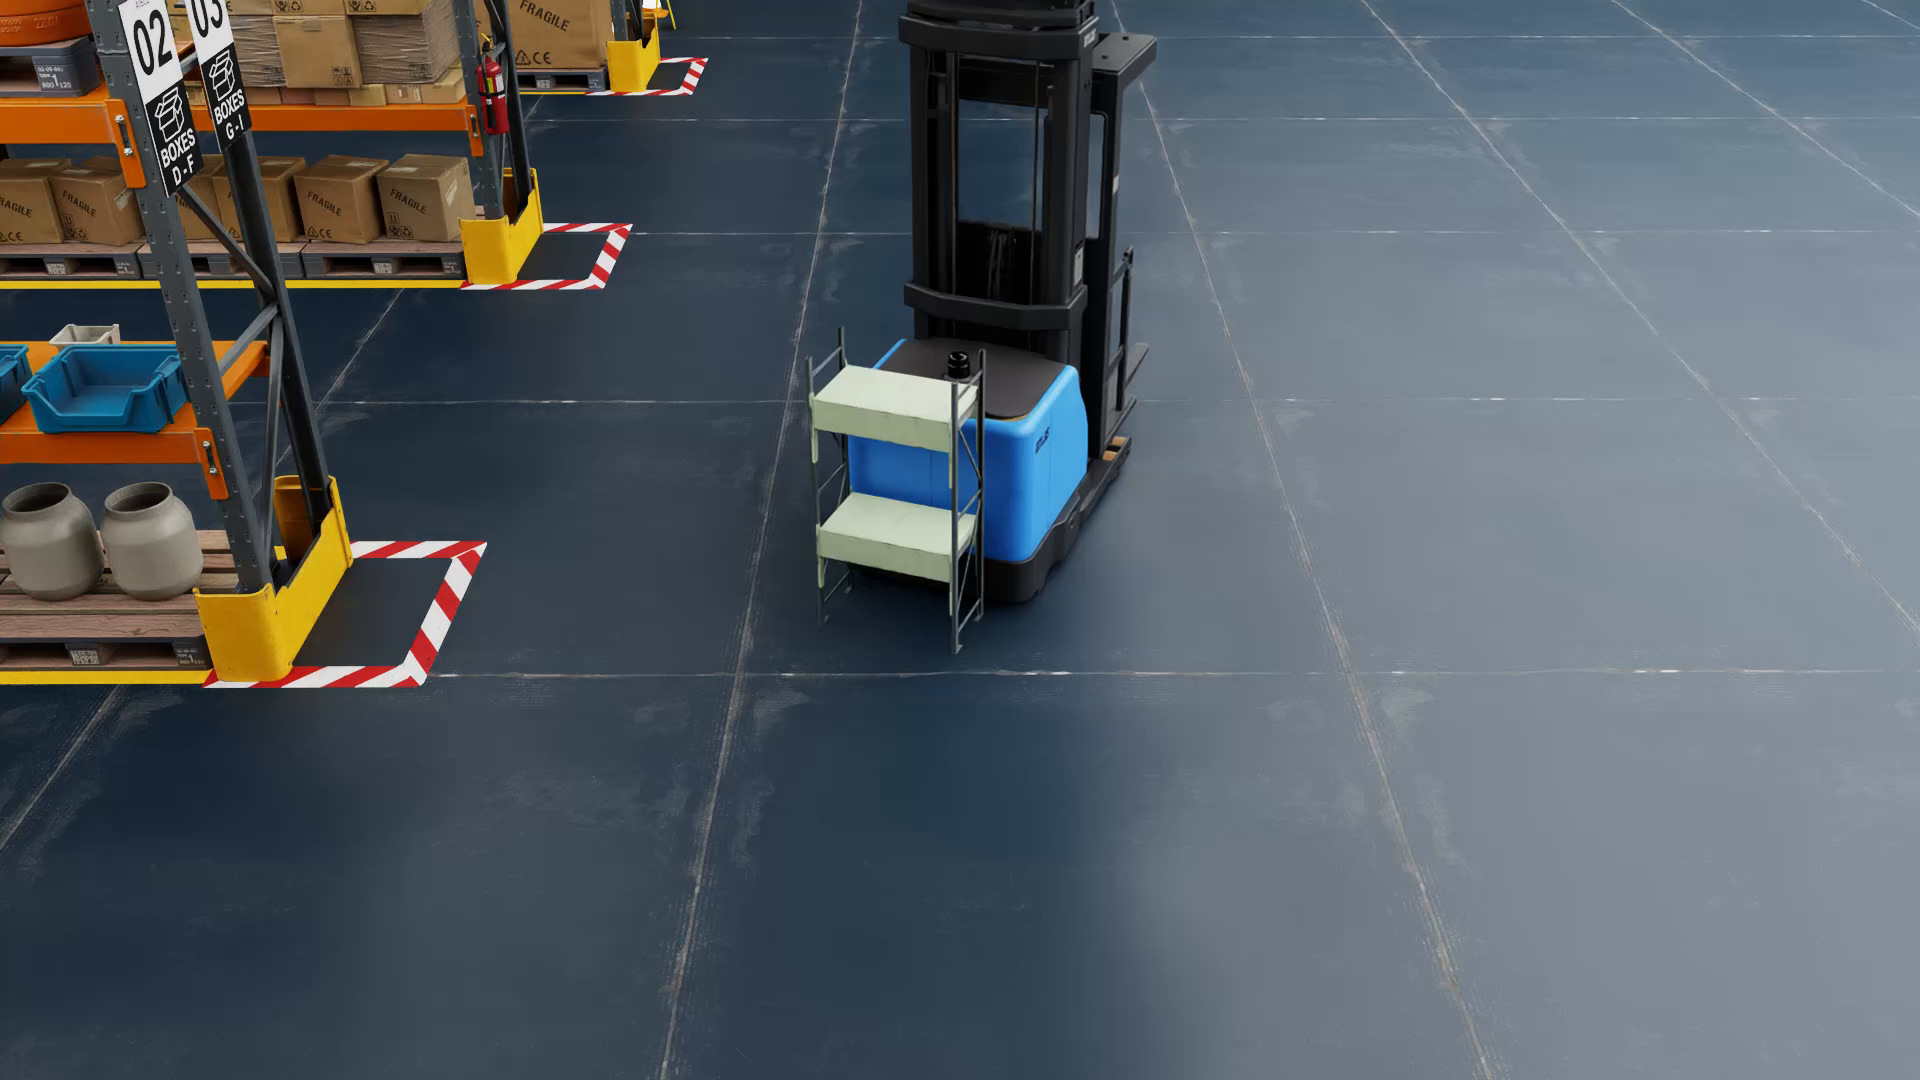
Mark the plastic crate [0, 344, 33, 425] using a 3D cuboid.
[{"bbox_3d":[-4.547,-0.699,7.654,0.408,0.251,0.499,0,31,0],"label":"plastic crate"}]

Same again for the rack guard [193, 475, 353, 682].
[{"bbox_3d":[-3.475,0.175,8.480,0.348,0.500,1.175,0,31,0],"label":"rack guard"}]

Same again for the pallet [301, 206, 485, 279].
[{"bbox_3d":[-4.318,-2.311,12.856,1.213,0.211,1.003,0,31,0],"label":"pallet"}]

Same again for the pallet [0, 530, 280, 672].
[{"bbox_3d":[-4.287,0.298,8.555,1.213,0.211,1.003,0,31,0],"label":"pallet"}]

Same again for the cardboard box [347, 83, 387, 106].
[{"bbox_3d":[-4.212,-3.244,11.948,0.250,0.149,0.380,0,31,0],"label":"cardboard box"}]

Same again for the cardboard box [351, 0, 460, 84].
[{"bbox_3d":[-3.979,-3.670,12.024,0.500,0.500,0.875,0,31,0],"label":"cardboard box"}]

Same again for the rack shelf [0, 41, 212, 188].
[{"bbox_3d":[-5.399,-1.887,7.271,4.000,0.370,1.077,0,31,0],"label":"rack shelf"}]

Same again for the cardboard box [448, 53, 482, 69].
[{"bbox_3d":[-3.715,-3.503,12.374,0.250,0.149,0.380,0,31,0],"label":"cardboard box"}]

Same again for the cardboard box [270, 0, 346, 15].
[{"bbox_3d":[-4.477,-3.951,11.523,0.500,0.500,0.500,0,31,0],"label":"cardboard box"}]

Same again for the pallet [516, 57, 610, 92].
[{"bbox_3d":[-4.157,-4.826,17.000,1.213,0.211,1.003,0,31,0],"label":"pallet"}]

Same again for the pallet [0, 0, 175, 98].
[{"bbox_3d":[-4.227,-2.168,7.223,1.213,0.211,1.003,0,31,0],"label":"pallet"}]

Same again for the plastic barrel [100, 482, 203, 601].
[{"bbox_3d":[-4.057,0.007,8.340,0.421,0.512,0.421,0,31,0],"label":"plastic barrel"}]

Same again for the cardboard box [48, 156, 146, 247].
[{"bbox_3d":[-6.456,-2.572,12.603,0.500,0.500,0.500,10,33,15],"label":"cardboard box"}]

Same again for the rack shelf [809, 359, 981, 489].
[{"bbox_3d":[-0.302,-0.564,7.981,0.720,0.370,0.431,11,33,18],"label":"rack shelf"}]

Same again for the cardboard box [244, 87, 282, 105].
[{"bbox_3d":[-4.963,-3.260,11.974,0.250,0.149,0.380,0,31,0],"label":"cardboard box"}]

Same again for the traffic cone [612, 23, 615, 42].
[{"bbox_3d":[-3.897,-5.711,18.217,0.334,0.463,0.336,0,31,0],"label":"traffic cone"}]

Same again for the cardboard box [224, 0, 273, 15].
[{"bbox_3d":[-4.977,-3.951,11.522,0.500,0.500,0.500,0,31,0],"label":"cardboard box"}]

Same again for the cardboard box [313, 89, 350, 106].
[{"bbox_3d":[-4.463,-3.252,11.960,0.250,0.149,0.380,0,31,0],"label":"cardboard box"}]

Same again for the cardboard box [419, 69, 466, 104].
[{"bbox_3d":[-3.713,-3.272,11.994,0.250,0.149,0.380,0,31,0],"label":"cardboard box"}]

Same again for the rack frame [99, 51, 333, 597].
[{"bbox_3d":[-3.399,-0.919,7.872,0.127,3.000,1.000,0,31,0],"label":"rack frame"}]

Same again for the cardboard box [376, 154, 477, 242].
[{"bbox_3d":[-4.054,-2.605,12.657,0.500,0.500,0.500,5,32,9],"label":"cardboard box"}]

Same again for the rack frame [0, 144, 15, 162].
[{"bbox_3d":[-7.429,-3.475,12.086,0.127,3.000,1.000,0,31,0],"label":"rack frame"}]

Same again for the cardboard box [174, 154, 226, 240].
[{"bbox_3d":[-5.836,-2.615,12.673,0.500,0.500,0.500,-3,31,-5],"label":"cardboard box"}]

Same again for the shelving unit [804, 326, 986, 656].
[{"bbox_3d":[-0.302,-0.230,8.184,0.755,1.500,0.431,11,33,18],"label":"shelving unit"}]

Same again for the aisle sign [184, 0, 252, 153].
[{"bbox_3d":[-3.329,-2.182,7.449,0.004,0.787,0.394,0,31,0],"label":"aisle sign"}]

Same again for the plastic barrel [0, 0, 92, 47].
[{"bbox_3d":[-3.884,-2.497,6.763,0.708,0.830,0.600,0,31,0],"label":"plastic barrel"}]

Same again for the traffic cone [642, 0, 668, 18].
[{"bbox_3d":[-3.564,-6.298,19.185,0.334,0.463,0.336,0,31,0],"label":"traffic cone"}]

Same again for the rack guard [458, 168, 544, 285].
[{"bbox_3d":[-3.505,-2.419,12.755,0.348,0.500,1.175,0,31,0],"label":"rack guard"}]

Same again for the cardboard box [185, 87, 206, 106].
[{"bbox_3d":[-5.463,-3.249,11.955,0.250,0.149,0.380,0,31,0],"label":"cardboard box"}]

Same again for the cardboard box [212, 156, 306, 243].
[{"bbox_3d":[-5.277,-2.594,12.638,0.500,0.500,0.500,3,31,4],"label":"cardboard box"}]

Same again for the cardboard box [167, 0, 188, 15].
[{"bbox_3d":[-5.478,-3.953,11.527,0.500,0.500,0.500,0,31,0],"label":"cardboard box"}]

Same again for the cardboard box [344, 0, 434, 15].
[{"bbox_3d":[-3.978,-3.955,11.530,0.500,0.500,0.500,0,31,0],"label":"cardboard box"}]

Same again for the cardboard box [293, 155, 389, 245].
[{"bbox_3d":[-4.651,-2.586,12.625,0.500,0.500,0.500,8,32,13],"label":"cardboard box"}]

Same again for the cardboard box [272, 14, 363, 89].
[{"bbox_3d":[-4.478,-3.606,11.919,0.500,0.500,0.875,0,31,0],"label":"cardboard box"}]

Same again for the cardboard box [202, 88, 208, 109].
[{"bbox_3d":[-5.212,-3.213,11.896,0.250,0.149,0.380,0,31,0],"label":"cardboard box"}]

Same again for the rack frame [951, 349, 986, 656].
[{"bbox_3d":[0.040,-0.163,8.073,0.023,1.500,0.400,11,33,18],"label":"rack frame"}]

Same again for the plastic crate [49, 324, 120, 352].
[{"bbox_3d":[-4.296,-0.970,8.211,0.250,0.136,0.298,0,31,0],"label":"plastic crate"}]

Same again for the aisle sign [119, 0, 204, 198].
[{"bbox_3d":[-3.325,-1.876,6.944,0.004,0.787,0.394,0,31,0],"label":"aisle sign"}]

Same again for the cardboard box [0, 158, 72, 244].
[{"bbox_3d":[-7.029,-2.567,12.594,0.500,0.500,0.500,-1,31,-2],"label":"cardboard box"}]

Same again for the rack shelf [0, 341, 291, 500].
[{"bbox_3d":[-5.399,-0.605,8.049,4.000,0.370,1.077,0,31,0],"label":"rack shelf"}]

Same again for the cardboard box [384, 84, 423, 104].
[{"bbox_3d":[-3.963,-3.272,11.993,0.250,0.149,0.380,0,31,0],"label":"cardboard box"}]

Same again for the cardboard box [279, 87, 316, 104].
[{"bbox_3d":[-4.713,-3.272,11.994,0.250,0.149,0.380,0,31,0],"label":"cardboard box"}]

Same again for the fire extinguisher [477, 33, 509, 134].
[{"bbox_3d":[-3.312,-3.216,11.734,0.183,0.674,0.296,0,31,0],"label":"fire extinguisher"}]

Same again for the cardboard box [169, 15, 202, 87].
[{"bbox_3d":[-5.479,-3.632,11.961,0.500,0.500,0.875,0,31,0],"label":"cardboard box"}]

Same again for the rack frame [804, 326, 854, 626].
[{"bbox_3d":[-0.645,-0.298,8.295,0.023,1.500,0.400,11,33,18],"label":"rack frame"}]

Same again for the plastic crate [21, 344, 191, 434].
[{"bbox_3d":[-3.898,-0.698,7.653,0.616,0.251,0.499,0,31,0],"label":"plastic crate"}]

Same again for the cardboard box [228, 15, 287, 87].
[{"bbox_3d":[-4.979,-3.627,11.954,0.500,0.500,0.875,0,31,0],"label":"cardboard box"}]

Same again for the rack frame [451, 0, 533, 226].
[{"bbox_3d":[-3.429,-3.488,12.107,0.127,3.000,1.000,0,31,0],"label":"rack frame"}]

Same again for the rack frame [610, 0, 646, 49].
[{"bbox_3d":[-3.358,-6.061,16.348,0.127,3.000,1.000,0,31,0],"label":"rack frame"}]

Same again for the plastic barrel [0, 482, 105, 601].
[{"bbox_3d":[-4.558,0.009,8.337,0.421,0.512,0.421,0,31,0],"label":"plastic barrel"}]

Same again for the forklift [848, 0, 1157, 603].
[{"bbox_3d":[0.390,-1.683,9.198,1.130,2.935,3.031,11,33,18],"label":"forklift"}]

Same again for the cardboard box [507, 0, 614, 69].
[{"bbox_3d":[-4.036,-5.296,16.730,0.875,0.875,0.875,0,31,0],"label":"cardboard box"}]

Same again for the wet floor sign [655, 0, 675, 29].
[{"bbox_3d":[-3.341,-6.082,18.651,0.232,0.644,0.267,-5,32,-9],"label":"wet floor sign"}]

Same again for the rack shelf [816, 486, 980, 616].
[{"bbox_3d":[-0.302,0.048,8.353,0.720,0.370,0.431,11,33,18],"label":"rack shelf"}]

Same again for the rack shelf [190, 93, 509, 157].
[{"bbox_3d":[-5.429,-3.174,12.283,4.000,0.370,1.077,0,31,0],"label":"rack shelf"}]

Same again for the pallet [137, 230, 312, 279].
[{"bbox_3d":[-5.535,-2.309,12.852,1.213,0.211,1.003,0,31,0],"label":"pallet"}]

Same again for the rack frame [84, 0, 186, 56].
[{"bbox_3d":[-3.399,-3.483,6.316,0.127,3.000,1.000,0,31,0],"label":"rack frame"}]

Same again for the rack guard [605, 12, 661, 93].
[{"bbox_3d":[-3.334,-4.992,16.996,0.348,0.500,1.175,0,31,0],"label":"rack guard"}]

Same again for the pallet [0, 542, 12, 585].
[{"bbox_3d":[-5.504,0.300,8.552,1.213,0.211,1.003,0,31,0],"label":"pallet"}]
